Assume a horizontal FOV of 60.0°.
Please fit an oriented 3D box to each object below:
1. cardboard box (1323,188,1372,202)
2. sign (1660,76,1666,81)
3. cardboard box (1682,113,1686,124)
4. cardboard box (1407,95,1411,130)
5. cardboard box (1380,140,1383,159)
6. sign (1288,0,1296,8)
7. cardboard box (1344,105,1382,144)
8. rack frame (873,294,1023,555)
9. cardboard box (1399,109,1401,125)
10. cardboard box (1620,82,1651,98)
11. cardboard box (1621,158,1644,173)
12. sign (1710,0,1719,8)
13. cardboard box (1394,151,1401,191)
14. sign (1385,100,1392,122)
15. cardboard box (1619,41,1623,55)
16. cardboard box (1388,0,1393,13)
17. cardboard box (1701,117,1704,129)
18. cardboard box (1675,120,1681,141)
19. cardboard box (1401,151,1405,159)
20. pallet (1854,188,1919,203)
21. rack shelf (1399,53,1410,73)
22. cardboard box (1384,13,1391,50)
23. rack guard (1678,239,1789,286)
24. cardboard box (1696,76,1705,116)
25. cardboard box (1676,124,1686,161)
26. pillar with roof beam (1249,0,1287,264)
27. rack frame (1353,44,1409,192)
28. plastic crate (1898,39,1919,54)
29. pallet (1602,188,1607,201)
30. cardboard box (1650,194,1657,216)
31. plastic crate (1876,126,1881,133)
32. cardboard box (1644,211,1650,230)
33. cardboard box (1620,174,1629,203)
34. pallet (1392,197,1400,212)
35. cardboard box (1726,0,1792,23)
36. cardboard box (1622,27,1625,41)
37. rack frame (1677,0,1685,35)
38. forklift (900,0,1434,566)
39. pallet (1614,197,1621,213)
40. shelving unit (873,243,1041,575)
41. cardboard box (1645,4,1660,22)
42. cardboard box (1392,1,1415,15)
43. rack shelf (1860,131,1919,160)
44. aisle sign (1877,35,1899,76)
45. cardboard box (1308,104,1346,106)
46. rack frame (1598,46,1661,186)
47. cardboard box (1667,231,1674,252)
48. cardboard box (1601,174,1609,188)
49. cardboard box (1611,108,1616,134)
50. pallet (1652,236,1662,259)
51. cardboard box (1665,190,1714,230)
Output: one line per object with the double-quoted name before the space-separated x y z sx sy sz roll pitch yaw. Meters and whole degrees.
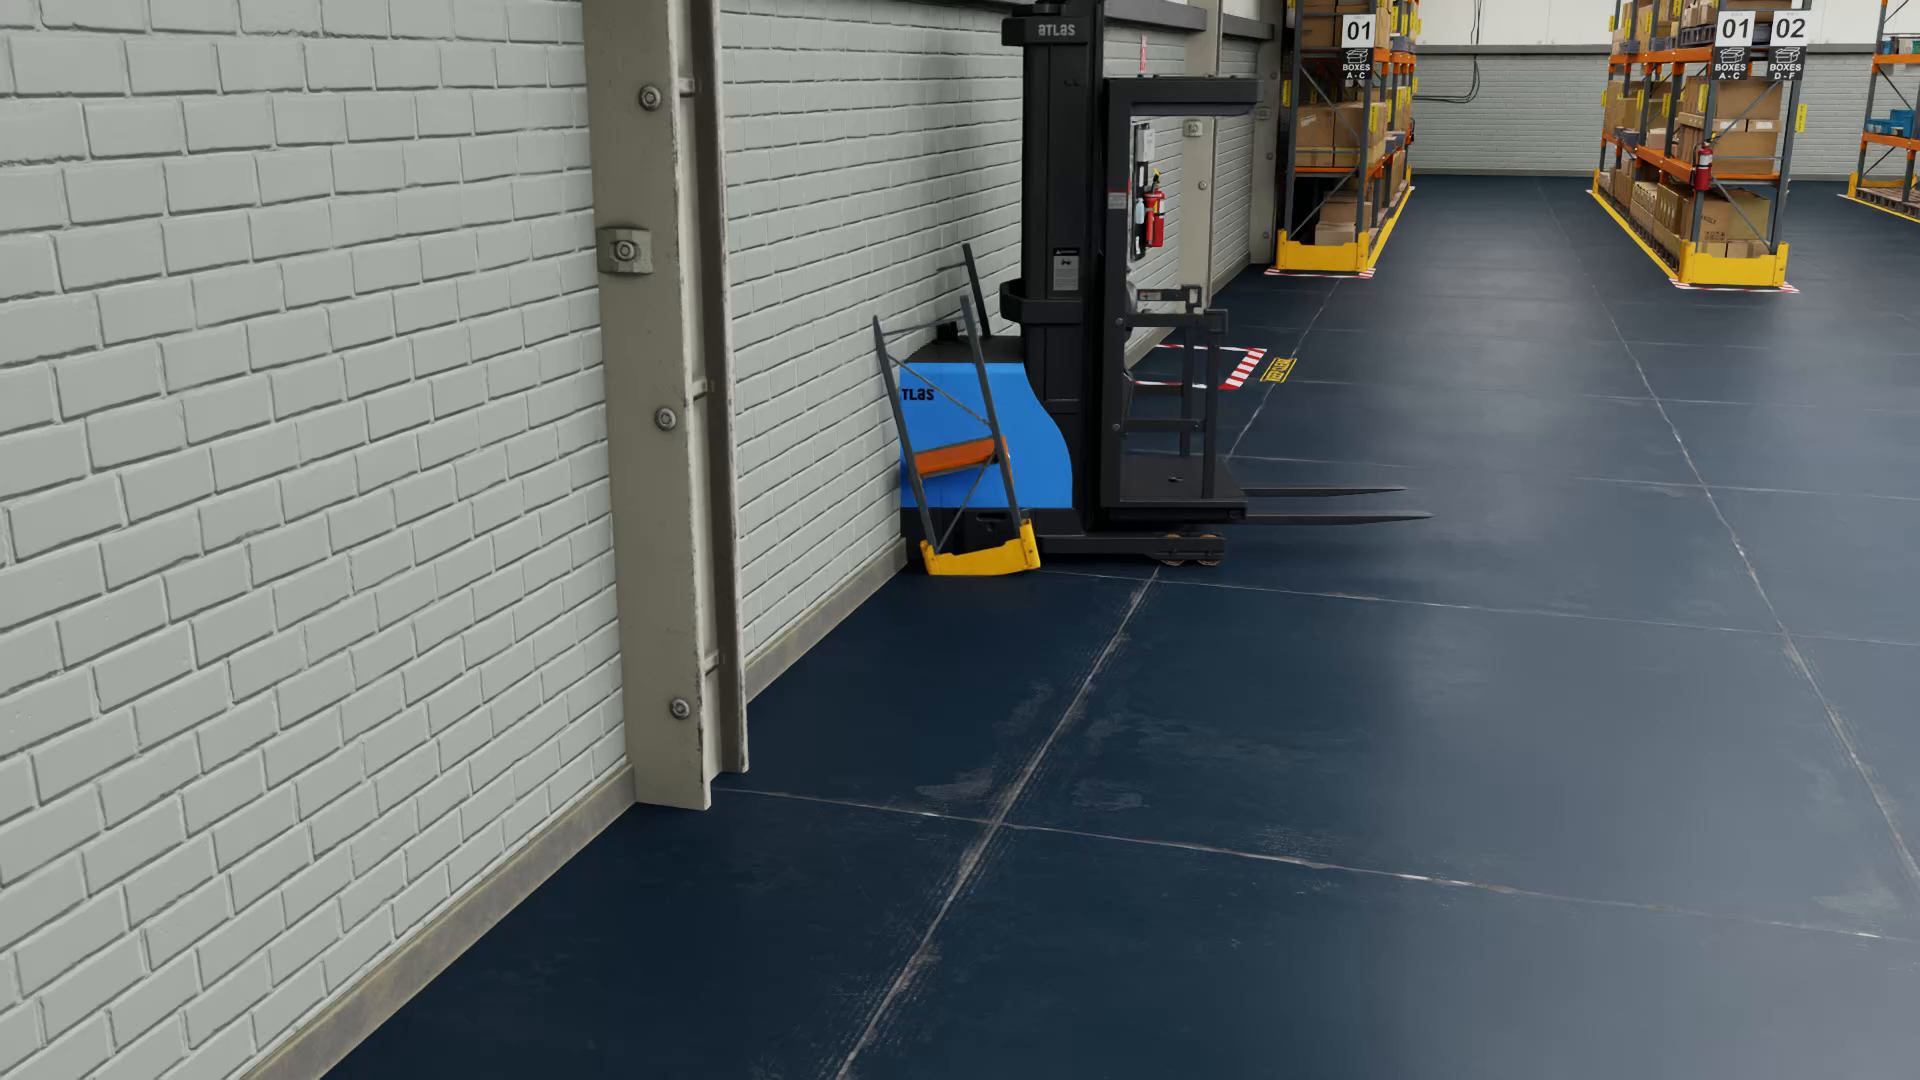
"cardboard box" 6.075 -5.250 26.118 0.700 0.500 0.500 5 17 18
"sign" 14.569 -9.465 34.500 0.100 0.325 0.005 5 16 16
"cardboard box" 10.227 -5.836 23.035 0.380 0.149 0.250 4 16 14
"cardboard box" 8.961 -9.006 35.034 0.980 0.700 0.700 4 16 15
"cardboard box" 5.760 -5.575 23.726 0.500 0.250 0.500 5 16 16
"sign" 4.219 -6.918 21.104 0.100 0.325 0.005 5 16 16
"cardboard box" 5.472 -5.664 22.666 0.500 0.500 0.500 4 16 14
"rack frame" -0.035 -0.475 8.420 0.500 1.500 0.032 -12 24 6
"cardboard box" 7.702 -7.668 30.102 0.500 0.500 0.500 5 16 16
"cardboard box" 12.801 -8.439 31.569 0.500 0.500 0.500 5 17 16
"cardboard box" 12.250 -6.758 30.059 0.500 0.250 0.500 5 16 16
"sign" 8.979 -6.495 19.755 0.100 0.325 0.005 5 16 16
"cardboard box" 8.095 -7.128 32.134 0.750 0.750 0.750 5 17 17
"sign" 6.404 -6.424 24.894 0.100 0.325 0.005 5 16 16
"cardboard box" 13.075 -9.538 32.236 0.500 0.250 0.500 5 16 16
"cardboard box" 5.853 -7.732 23.544 0.500 0.500 0.500 6 17 19
"cardboard box" 9.641 -5.294 21.125 0.380 0.149 0.250 5 17 17
"cardboard box" 11.016 -6.050 24.979 0.500 0.500 0.500 6 17 20
"cardboard box" 9.255 -8.193 35.340 0.380 0.149 0.250 5 17 17
"pallet" 18.519 -6.864 33.144 1.003 0.211 1.213 5 16 16
"rack shelf" 7.587 -8.714 30.377 1.077 0.370 4.000 5 16 16
"cardboard box" 5.975 -7.396 24.192 0.500 0.500 0.500 5 17 17
"rack guard" 9.489 -3.409 20.432 1.175 0.500 0.348 5 16 16
"cardboard box" 10.084 -5.826 21.812 0.700 0.500 0.500 5 16 16
"cardboard box" 10.512 -5.596 23.378 0.700 0.500 0.500 4 16 14
"pillar with roof beam" 8.242 -7.804 20.351 9.100 9.000 0.400 5 16 16
"rack frame" 8.155 -8.141 32.533 1.000 3.000 0.127 5 16 16
"plastic crate" 17.865 -9.249 31.160 0.437 0.282 0.530 5 16 16
"pallet" 13.447 -6.916 33.324 1.003 0.211 1.213 5 16 16
"cardboard box" 10.472 -4.942 24.496 0.500 0.311 0.500 5 16 16
"plastic crate" 18.041 -8.027 32.505 0.250 0.136 0.298 5 16 16
"cardboard box" 10.618 -4.807 25.048 0.500 0.250 0.500 4 16 15
"cardboard box" 12.100 -6.256 29.663 0.500 0.500 0.500 4 16 14
"pallet" 7.663 -6.271 31.052 1.003 0.211 1.213 5 16 16
"cardboard box" 9.663 -6.530 20.142 0.797 0.503 0.637 6 17 20
"cardboard box" 12.929 -9.648 31.708 0.500 0.250 0.500 5 16 16
"rack frame" 10.632 -8.550 22.984 1.000 3.000 0.127 5 16 16
"forklift" 1.048 -1.419 8.959 3.031 2.935 1.130 0 16 0
"pallet" 12.711 -6.200 30.802 1.003 0.211 1.213 5 16 16
"shelving unit" -0.028 -0.688 8.891 0.587 1.500 1.083 -12 24 6
"cardboard box" 12.316 -9.023 29.012 0.600 0.600 0.600 4 16 14
"cardboard box" 8.627 -10.287 32.551 0.500 0.500 0.500 4 16 15
"rack shelf" 18.222 -7.549 31.767 1.077 0.370 4.000 5 16 16
"aisle sign" 18.526 -9.711 33.306 0.394 0.787 0.004 5 16 16
"cardboard box" 5.114 -5.837 23.276 0.500 0.500 0.500 5 17 17
"rack frame" 14.042 -8.804 34.871 1.000 3.000 0.127 5 16 16
"cardboard box" 9.636 -3.923 21.933 0.500 0.250 0.500 5 16 16
"cardboard box" 13.332 -7.311 33.840 0.500 0.250 0.500 5 16 16
"cardboard box" 13.091 -8.226 32.650 0.500 0.500 0.500 5 17 17
"pallet" 10.366 -4.118 23.461 1.003 0.211 1.213 5 16 16
"cardboard box" 9.776 -4.415 22.292 0.500 0.500 0.500 5 16 16
